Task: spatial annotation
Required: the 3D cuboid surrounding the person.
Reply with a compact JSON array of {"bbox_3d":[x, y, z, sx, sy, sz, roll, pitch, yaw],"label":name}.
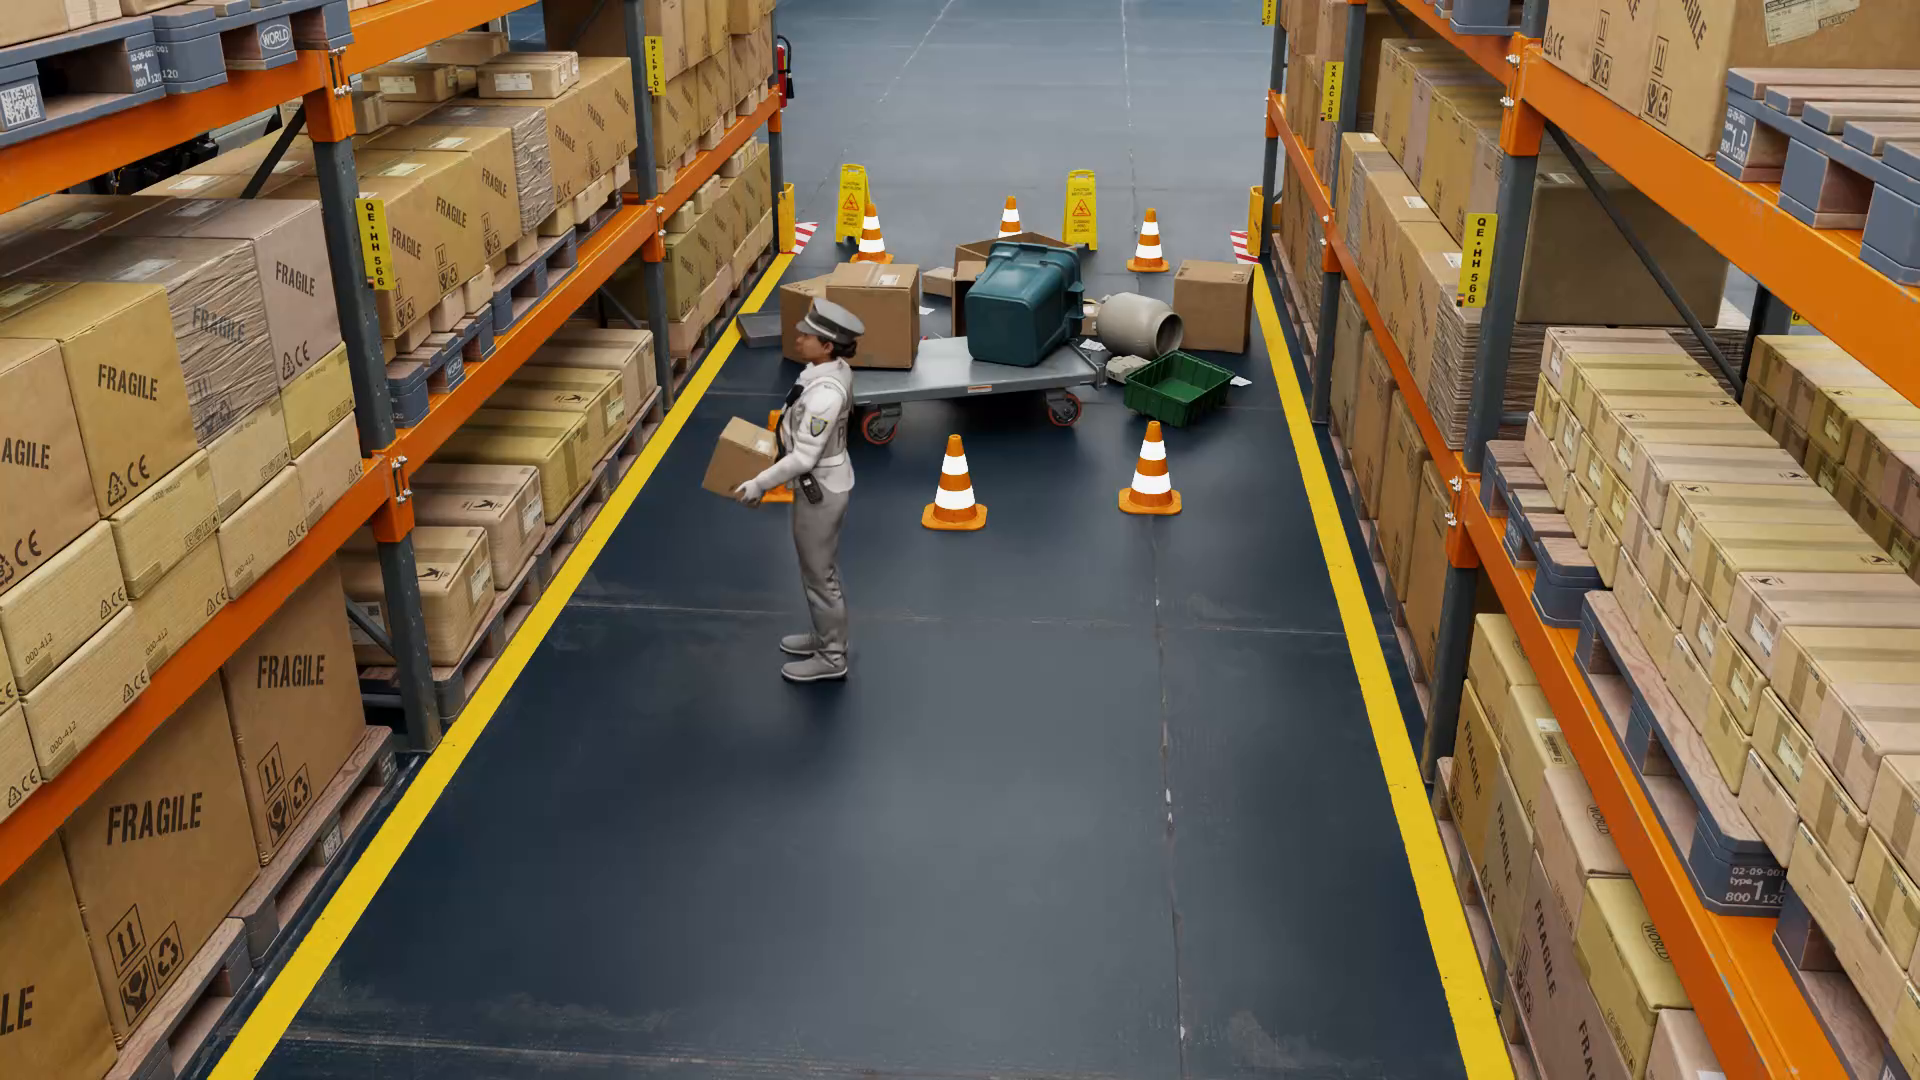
[{"bbox_3d":[-0.659,-0.203,7.003,0.548,1.698,0.480,-1,25,-2],"label":"person"}]
